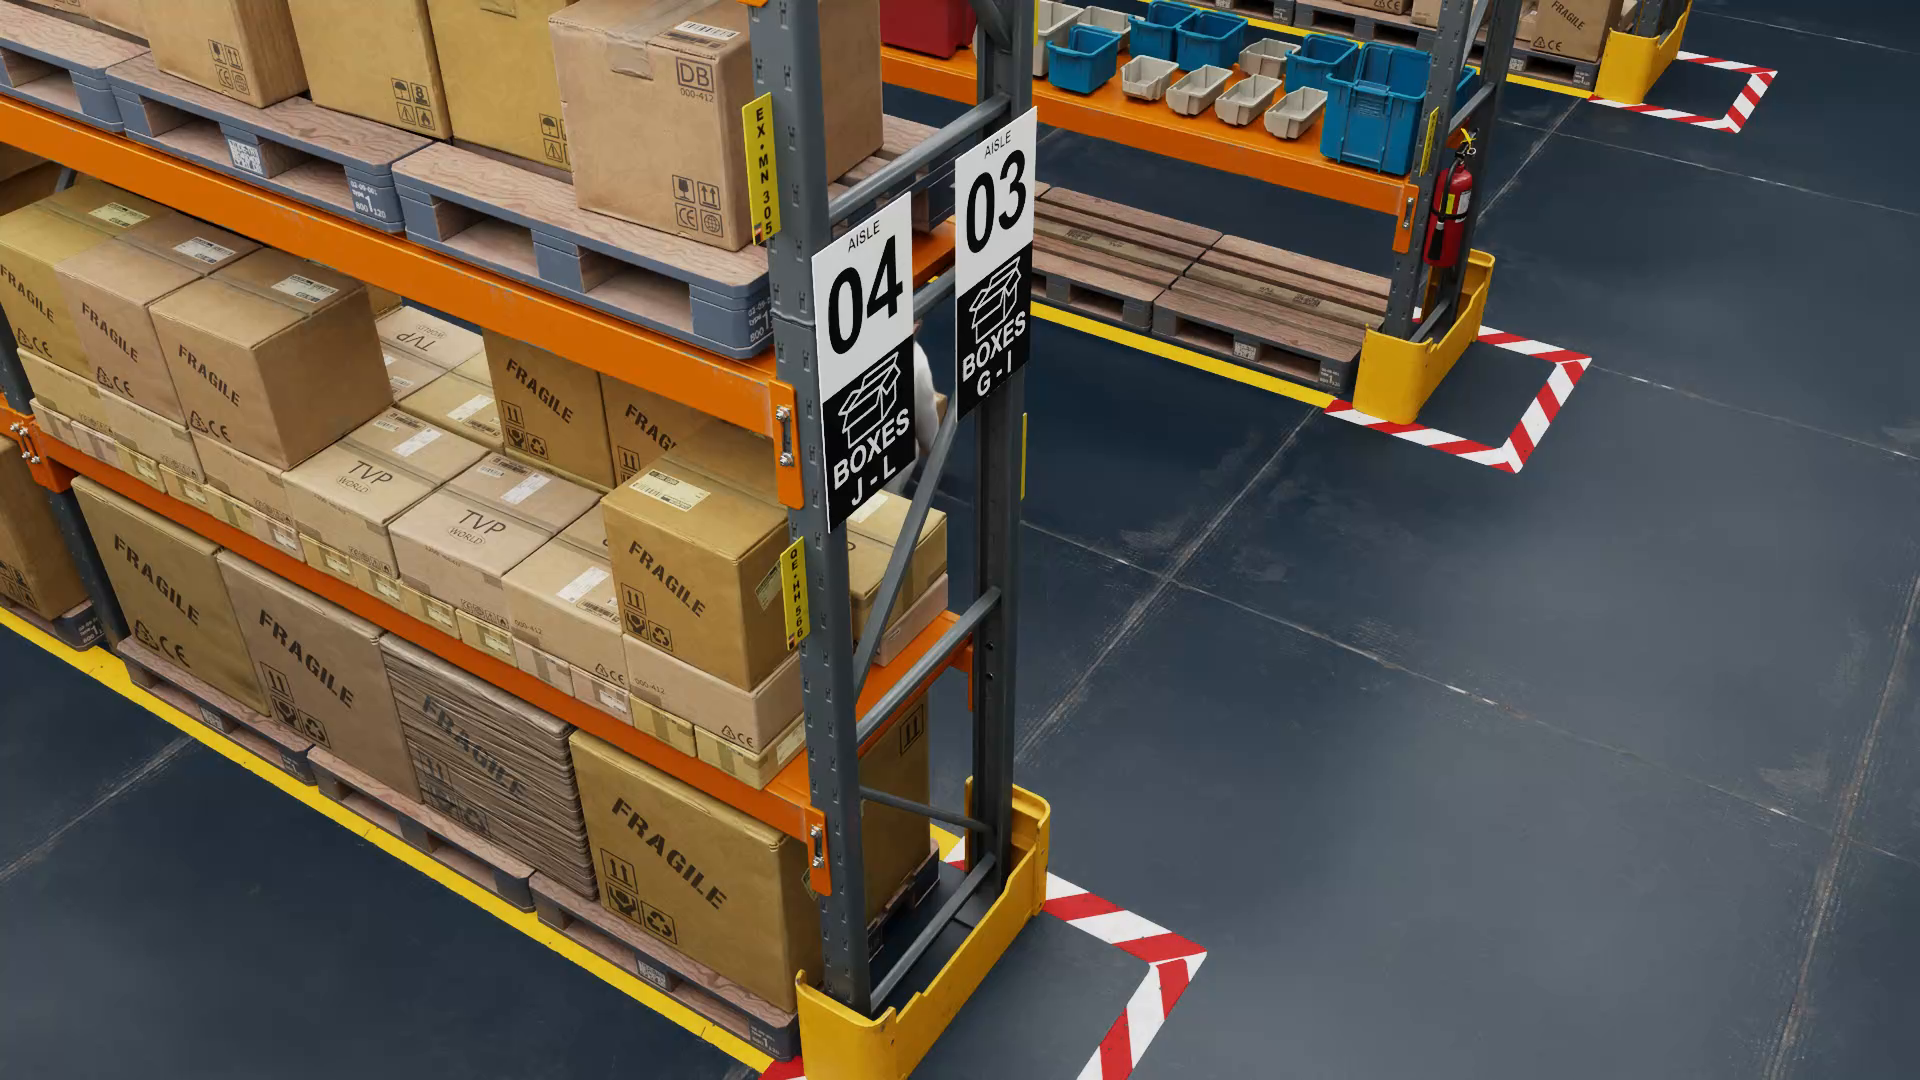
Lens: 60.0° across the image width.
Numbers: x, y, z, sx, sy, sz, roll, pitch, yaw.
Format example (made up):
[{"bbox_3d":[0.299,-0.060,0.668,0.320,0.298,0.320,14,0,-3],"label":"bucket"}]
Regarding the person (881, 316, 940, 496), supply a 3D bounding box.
[{"bbox_3d":[-0.431,-0.548,8.021,0.594,1.010,0.945,19,42,23],"label":"person"}]
